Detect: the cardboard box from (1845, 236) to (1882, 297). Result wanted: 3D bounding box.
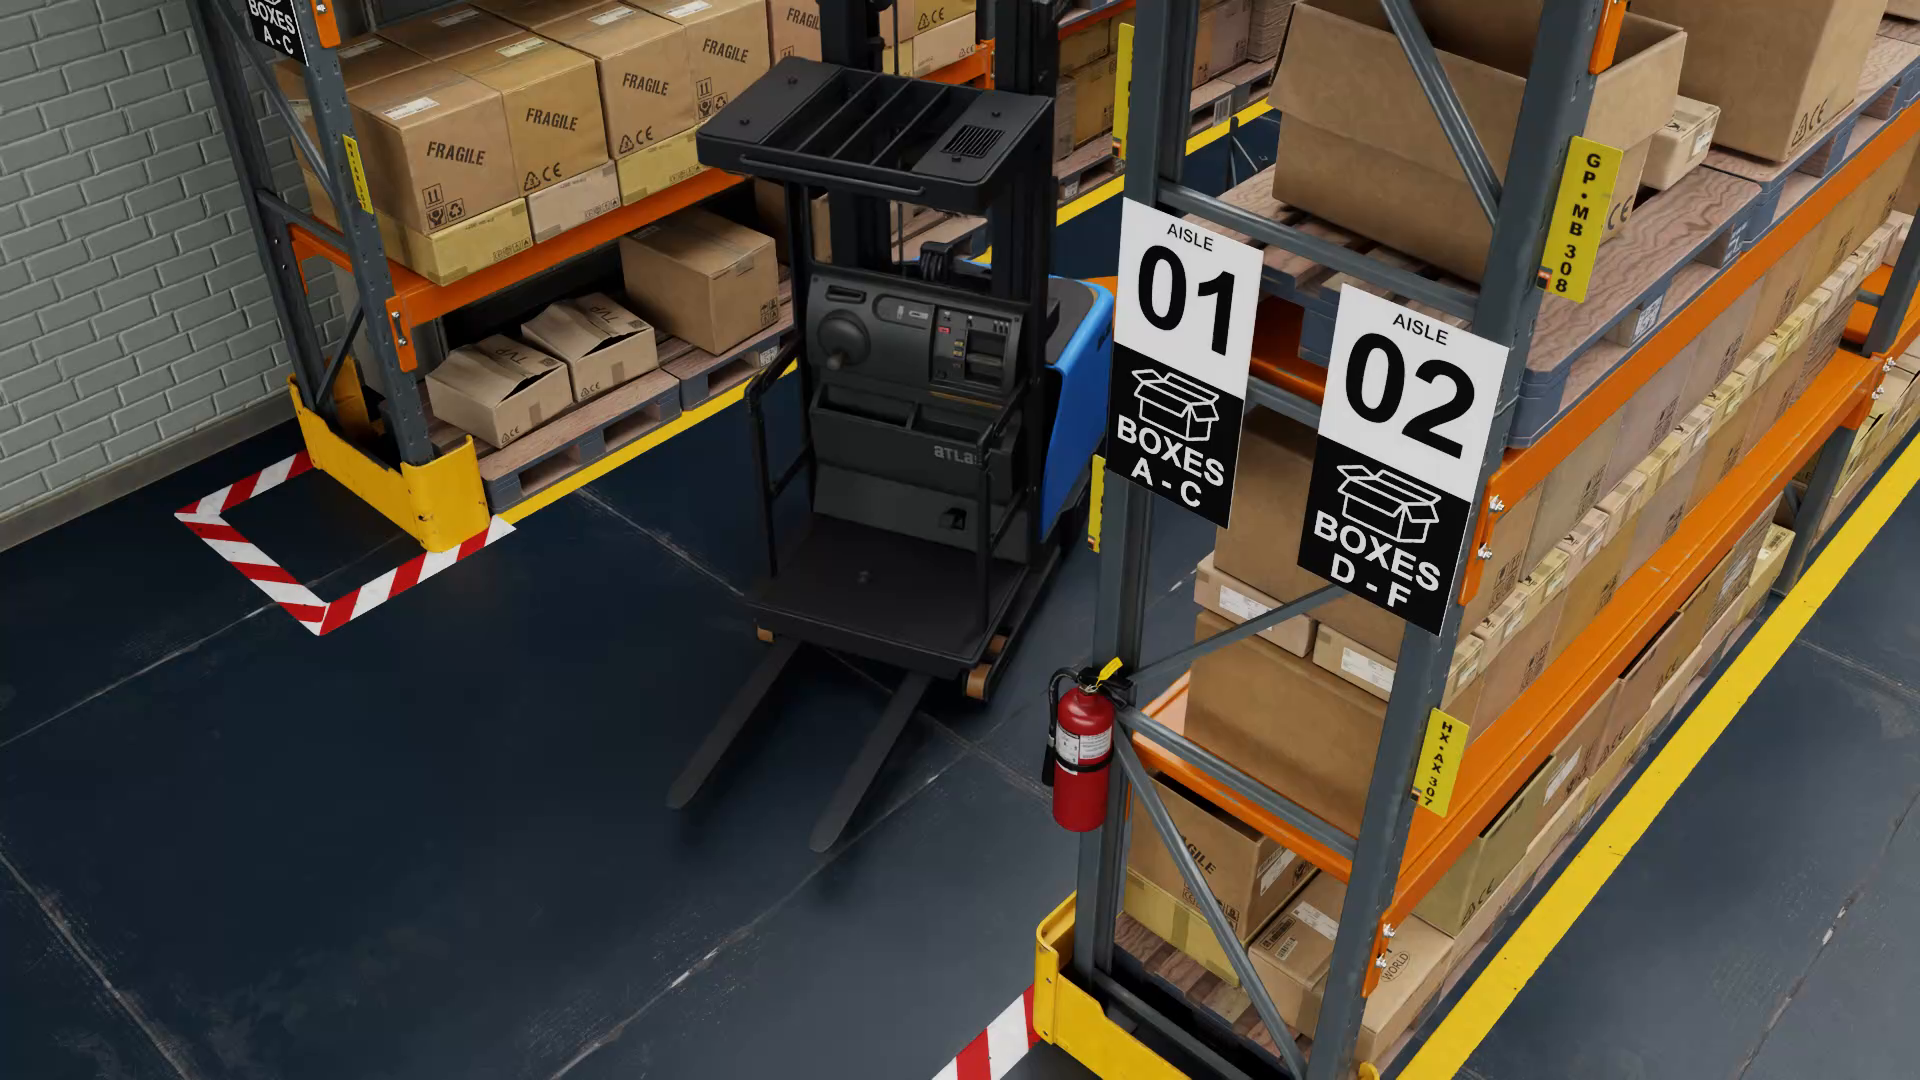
[{"bbox_3d":[3.298,-1.109,6.417,0.380,0.149,0.250,29,47,31],"label":"cardboard box"}]

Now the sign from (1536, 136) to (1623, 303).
[{"bbox_3d":[1.198,-0.618,3.224,0.100,0.325,0.005,30,47,32],"label":"sign"}]

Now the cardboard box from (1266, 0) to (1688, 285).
[{"bbox_3d":[1.184,-1.002,3.941,0.637,0.503,0.797,-31,48,-33],"label":"cardboard box"}]

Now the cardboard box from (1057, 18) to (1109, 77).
[{"bbox_3d":[0.611,-3.258,10.774,0.500,0.250,0.500,29,47,31],"label":"cardboard box"}]

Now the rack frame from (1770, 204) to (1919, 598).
[{"bbox_3d":[3.491,-1.144,7.062,1.000,3.000,0.127,30,47,32],"label":"rack frame"}]

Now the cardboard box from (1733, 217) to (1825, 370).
[{"bbox_3d":[2.518,-1.022,5.786,0.700,0.500,0.500,30,47,32],"label":"cardboard box"}]

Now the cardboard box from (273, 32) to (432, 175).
[{"bbox_3d":[-2.705,-1.933,7.556,0.500,0.500,0.500,29,47,31],"label":"cardboard box"}]

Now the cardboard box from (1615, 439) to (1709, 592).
[{"bbox_3d":[2.160,-0.267,5.879,0.700,0.500,0.500,31,48,33],"label":"cardboard box"}]

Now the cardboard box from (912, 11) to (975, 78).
[{"bbox_3d":[-0.264,-2.826,9.282,0.500,0.250,0.500,30,47,32],"label":"cardboard box"}]

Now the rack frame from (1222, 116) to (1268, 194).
[{"bbox_3d":[1.404,-1.370,8.551,0.032,1.500,0.500,-6,39,-8],"label":"rack frame"}]

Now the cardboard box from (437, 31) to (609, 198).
[{"bbox_3d":[-1.982,-1.943,7.569,0.500,0.500,0.500,30,47,32],"label":"cardboard box"}]

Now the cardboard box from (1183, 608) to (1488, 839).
[{"bbox_3d":[1.117,0.446,4.983,0.700,0.500,0.500,30,47,32],"label":"cardboard box"}]

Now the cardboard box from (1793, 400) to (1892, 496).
[{"bbox_3d":[3.954,-0.537,7.720,0.500,0.311,0.500,30,47,32],"label":"cardboard box"}]

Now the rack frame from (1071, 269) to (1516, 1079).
[{"bbox_3d":[0.793,0.694,4.751,1.000,3.000,0.127,30,47,32],"label":"rack frame"}]

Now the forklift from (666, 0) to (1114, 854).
[{"bbox_3d":[-0.269,-0.756,6.629,1.130,2.935,3.031,14,40,17],"label":"forklift"}]

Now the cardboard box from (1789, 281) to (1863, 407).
[{"bbox_3d":[3.197,-0.976,6.771,0.700,0.500,0.500,28,46,31],"label":"cardboard box"}]

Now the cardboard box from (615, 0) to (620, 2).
[{"bbox_3d":[-1.673,-2.631,8.434,0.500,0.500,0.500,30,47,32],"label":"cardboard box"}]

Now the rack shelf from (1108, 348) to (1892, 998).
[{"bbox_3d":[2.142,0.057,6.130,1.077,0.370,4.000,30,47,32],"label":"rack shelf"}]

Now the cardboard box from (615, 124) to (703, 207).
[{"bbox_3d":[-1.615,-1.901,8.118,0.500,0.250,0.500,29,47,31],"label":"cardboard box"}]

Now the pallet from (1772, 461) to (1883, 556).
[{"bbox_3d":[3.960,-0.407,8.376,1.003,0.211,1.213,30,47,32],"label":"pallet"}]

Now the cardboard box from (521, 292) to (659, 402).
[{"bbox_3d":[-1.948,-1.046,8.746,0.500,0.311,0.500,-30,47,-32],"label":"cardboard box"}]

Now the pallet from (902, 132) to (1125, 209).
[{"bbox_3d":[0.356,-2.489,10.994,1.003,0.211,1.213,30,47,32],"label":"pallet"}]

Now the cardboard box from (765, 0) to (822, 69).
[{"bbox_3d":[-0.939,-2.659,8.470,0.500,0.500,0.500,28,46,31],"label":"cardboard box"}]

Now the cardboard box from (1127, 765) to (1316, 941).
[{"bbox_3d":[0.935,0.941,5.710,0.500,0.500,0.500,30,47,32],"label":"cardboard box"}]

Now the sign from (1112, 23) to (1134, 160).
[{"bbox_3d":[0.402,-1.030,3.861,0.100,0.325,0.005,30,47,32],"label":"sign"}]

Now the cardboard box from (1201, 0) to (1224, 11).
[{"bbox_3d":[1.653,-3.959,11.655,0.500,0.250,0.500,31,48,33],"label":"cardboard box"}]

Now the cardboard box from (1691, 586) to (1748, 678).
[{"bbox_3d":[2.995,0.298,7.120,0.500,0.250,0.500,30,47,32],"label":"cardboard box"}]

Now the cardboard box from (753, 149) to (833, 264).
[{"bbox_3d":[-0.838,-1.922,9.696,0.500,0.500,0.500,26,45,29],"label":"cardboard box"}]

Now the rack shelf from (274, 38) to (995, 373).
[{"bbox_3d":[-1.517,-2.022,8.744,1.077,0.370,4.000,30,47,32],"label":"rack shelf"}]

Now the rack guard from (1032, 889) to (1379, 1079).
[{"bbox_3d":[0.777,1.683,5.515,1.175,0.500,0.348,30,47,32],"label":"rack guard"}]

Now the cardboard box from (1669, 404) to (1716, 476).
[{"bbox_3d":[2.254,-0.395,5.519,0.380,0.149,0.250,30,47,32],"label":"cardboard box"}]

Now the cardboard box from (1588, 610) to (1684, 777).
[{"bbox_3d":[2.333,0.471,6.300,0.500,0.500,0.500,30,47,32],"label":"cardboard box"}]

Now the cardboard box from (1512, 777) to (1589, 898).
[{"bbox_3d":[1.991,0.992,6.248,0.500,0.250,0.500,30,47,32],"label":"cardboard box"}]

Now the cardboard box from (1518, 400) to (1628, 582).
[{"bbox_3d":[1.504,-0.330,4.916,0.700,0.500,0.500,28,46,31],"label":"cardboard box"}]

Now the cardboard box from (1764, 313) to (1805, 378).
[{"bbox_3d":[2.778,-0.755,5.972,0.380,0.149,0.250,29,47,32],"label":"cardboard box"}]

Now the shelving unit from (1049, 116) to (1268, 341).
[{"bbox_3d":[0.913,-1.317,8.485,1.083,1.500,0.587,-6,39,-8],"label":"shelving unit"}]

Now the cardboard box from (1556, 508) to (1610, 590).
[{"bbox_3d":[1.734,-0.041,5.073,0.380,0.149,0.250,29,47,31],"label":"cardboard box"}]

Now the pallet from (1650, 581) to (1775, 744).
[{"bbox_3d":[2.924,0.295,7.493,1.003,0.211,1.213,30,47,32],"label":"pallet"}]

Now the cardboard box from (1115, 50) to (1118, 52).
[{"bbox_3d":[1.002,-3.237,11.349,0.700,0.500,0.500,30,47,32],"label":"cardboard box"}]

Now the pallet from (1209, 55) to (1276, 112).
[{"bbox_3d":[2.003,-3.610,12.404,1.003,0.211,1.213,30,47,32],"label":"pallet"}]

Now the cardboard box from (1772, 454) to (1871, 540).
[{"bbox_3d":[3.946,-0.313,7.889,0.500,0.250,0.500,28,47,31],"label":"cardboard box"}]

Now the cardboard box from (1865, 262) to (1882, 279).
[{"bbox_3d":[3.791,-1.330,7.416,0.500,0.250,0.500,-31,48,-33],"label":"cardboard box"}]

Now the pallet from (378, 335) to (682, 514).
[{"bbox_3d":[-2.241,-0.686,8.727,1.003,0.211,1.213,30,47,32],"label":"pallet"}]

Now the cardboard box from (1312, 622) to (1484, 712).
[{"bbox_3d":[1.216,0.311,4.631,0.380,0.149,0.250,29,47,32],"label":"cardboard box"}]

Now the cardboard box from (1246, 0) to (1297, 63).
[{"bbox_3d":[2.084,-3.901,12.184,0.700,0.500,0.500,30,48,32],"label":"cardboard box"}]

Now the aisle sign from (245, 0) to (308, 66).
[{"bbox_3d":[-2.693,-2.243,6.356,0.394,0.787,0.004,30,47,32],"label":"aisle sign"}]
